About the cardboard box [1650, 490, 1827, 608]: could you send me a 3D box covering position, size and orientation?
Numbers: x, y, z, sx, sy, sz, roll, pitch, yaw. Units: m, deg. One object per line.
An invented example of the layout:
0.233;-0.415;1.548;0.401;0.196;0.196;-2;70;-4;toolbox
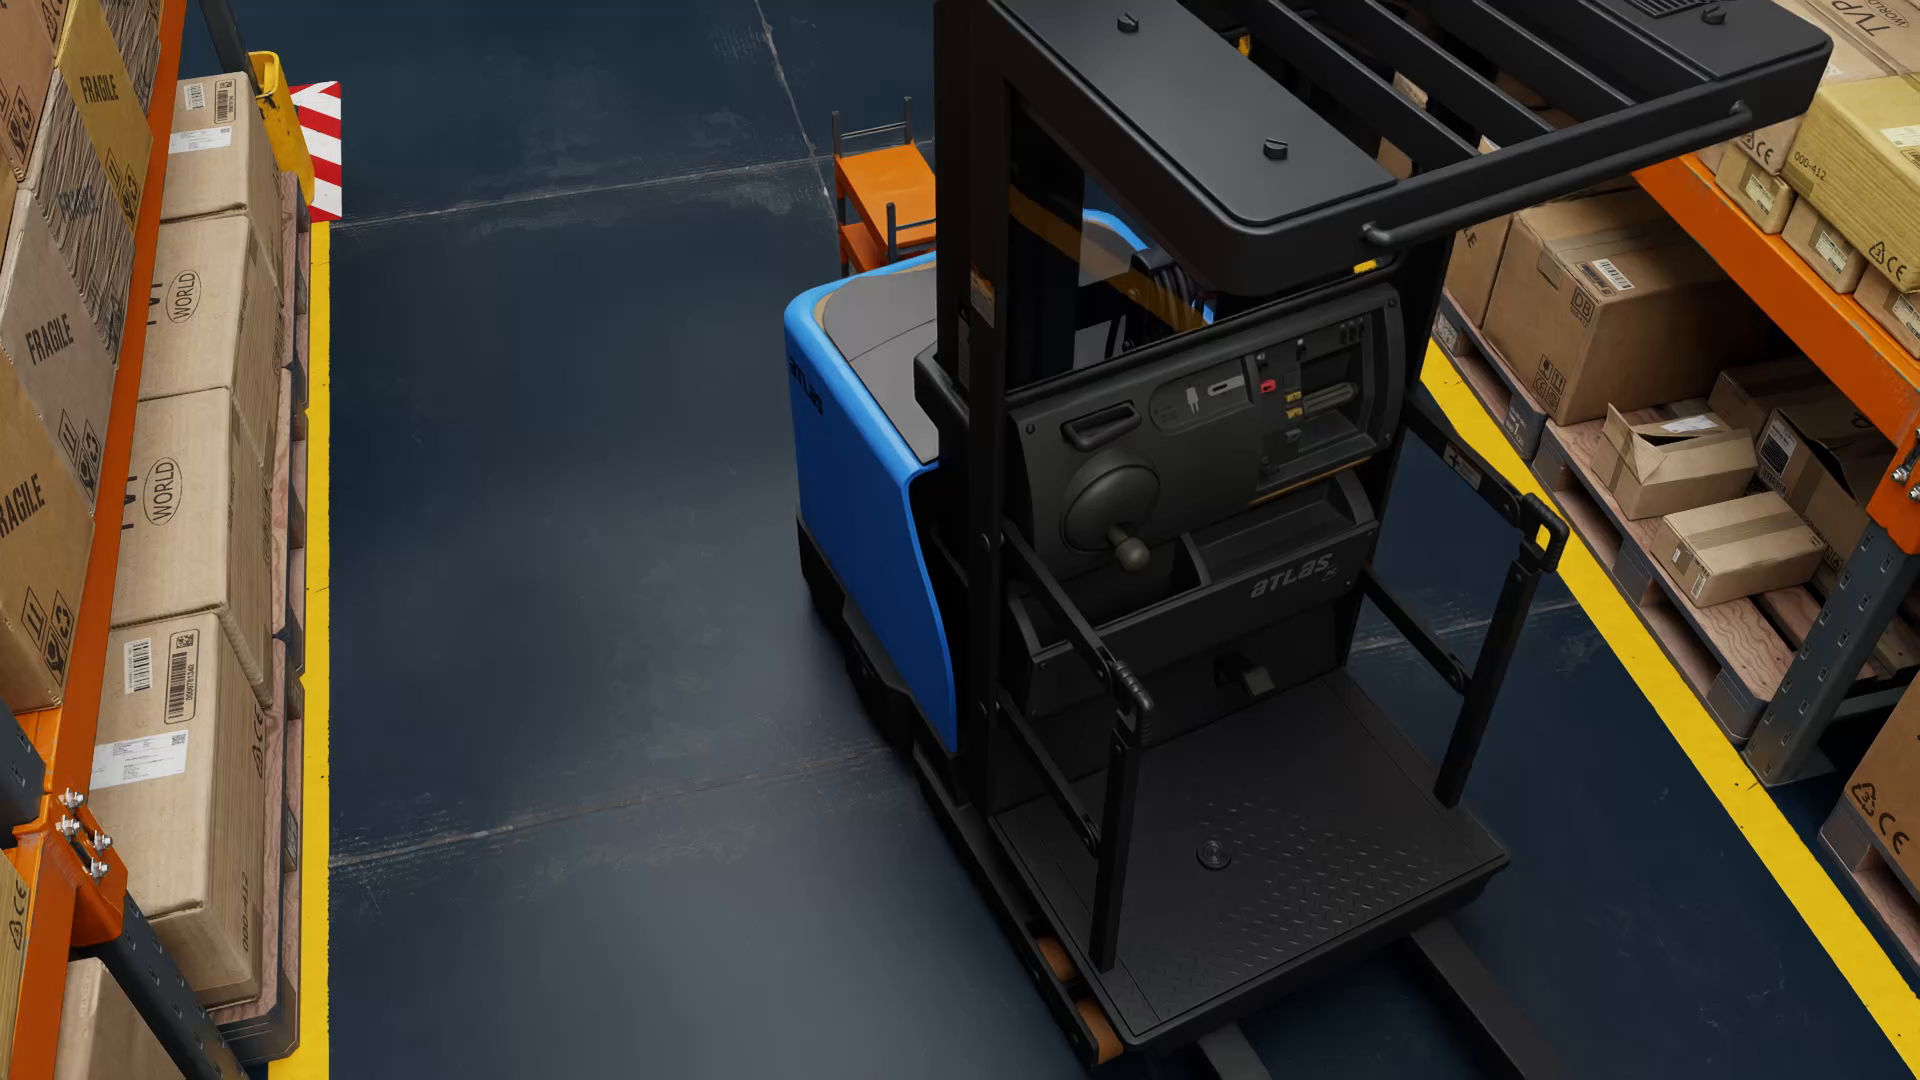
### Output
2.256;0.024;4.828;0.380;0.149;0.250;-12;47;-12;cardboard box

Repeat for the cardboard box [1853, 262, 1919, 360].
2.356;-0.582;3.896;0.380;0.149;0.250;-10;46;-10;cardboard box

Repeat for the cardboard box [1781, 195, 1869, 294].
2.269;-0.757;4.068;0.380;0.149;0.250;-10;46;-9;cardboard box

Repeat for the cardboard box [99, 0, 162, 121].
-2.505;-1.395;4.447;0.500;0.500;0.500;-9;46;-9;cardboard box

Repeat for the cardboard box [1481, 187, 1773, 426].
2.170;-0.776;5.366;0.700;0.500;0.500;-12;47;-12;cardboard box

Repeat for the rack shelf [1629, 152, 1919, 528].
2.170;-1.625;5.246;1.077;0.370;4.000;-11;47;-10;rack shelf

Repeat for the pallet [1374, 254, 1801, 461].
2.191;-0.838;5.923;1.003;0.211;1.213;-11;47;-10;pallet

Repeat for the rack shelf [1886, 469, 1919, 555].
3.194;1.137;2.539;1.077;0.370;4.000;-11;47;-10;rack shelf

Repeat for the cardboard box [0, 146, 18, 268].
-2.126;-0.693;3.059;0.500;0.500;0.500;-11;47;-11;cardboard box

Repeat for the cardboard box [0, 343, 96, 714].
-1.982;0.008;3.072;0.500;0.500;0.500;-9;46;-9;cardboard box

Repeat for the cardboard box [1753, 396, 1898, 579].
2.741;-0.201;4.935;0.500;0.311;0.500;-9;46;-9;cardboard box

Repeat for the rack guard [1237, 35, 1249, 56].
1.678;-2.330;7.183;1.175;0.500;0.348;-11;47;-10;rack guard

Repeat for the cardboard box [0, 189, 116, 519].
-2.107;-0.340;3.413;0.500;0.500;0.500;-10;47;-10;cardboard box

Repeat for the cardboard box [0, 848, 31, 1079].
-1.757;0.731;2.539;0.500;0.250;0.500;-12;47;-11;cardboard box

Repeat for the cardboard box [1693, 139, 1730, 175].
2.138;-1.118;4.422;0.380;0.149;0.250;-10;46;-9;cardboard box

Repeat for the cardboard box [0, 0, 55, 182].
-2.246;-1.049;3.408;0.500;0.500;0.500;-10;46;-10;cardboard box

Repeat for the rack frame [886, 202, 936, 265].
-0.083;-0.508;4.908;0.240;1.200;0.015;-15;47;-14;rack frame

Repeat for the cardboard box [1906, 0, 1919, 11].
2.681;-1.283;4.304;0.500;0.250;0.500;-11;47;-11;cardboard box

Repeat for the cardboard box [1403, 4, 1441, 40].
1.723;-2.091;6.653;0.797;0.503;0.637;-12;47;-12;cardboard box

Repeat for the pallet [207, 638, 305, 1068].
-2.234;0.851;4.268;1.003;0.211;1.213;-11;47;-10;pallet

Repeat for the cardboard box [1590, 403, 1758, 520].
2.164;-0.263;5.028;0.396;0.266;0.258;-9;46;-9;cardboard box

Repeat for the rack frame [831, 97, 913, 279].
-0.255;-0.834;5.228;0.240;1.200;0.015;-15;47;-14;rack frame

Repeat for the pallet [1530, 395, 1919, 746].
2.507;0.006;5.096;1.003;0.211;1.213;-11;47;-10;pallet

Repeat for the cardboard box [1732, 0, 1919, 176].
2.173;-1.197;4.220;0.500;0.250;0.500;-11;47;-10;cardboard box

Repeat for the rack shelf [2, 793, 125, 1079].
-1.603;2.047;1.647;1.077;0.370;4.000;-11;47;-10;rack shelf

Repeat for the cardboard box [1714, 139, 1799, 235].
2.179;-0.932;4.239;0.380;0.149;0.250;-10;46;-9;cardboard box

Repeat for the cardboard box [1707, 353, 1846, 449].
2.630;-0.443;5.286;0.380;0.149;0.250;-11;47;-11;cardboard box

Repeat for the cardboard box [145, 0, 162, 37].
-2.646;-1.748;4.793;0.500;0.500;0.500;-12;47;-11;cardboard box

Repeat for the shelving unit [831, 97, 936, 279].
-0.169;-0.671;5.068;0.258;1.200;0.503;-15;47;-14;shelving unit

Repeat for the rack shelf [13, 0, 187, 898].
-2.627;-0.714;4.354;1.077;0.370;4.000;-11;47;-10;rack shelf

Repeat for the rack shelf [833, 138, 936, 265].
-0.169;-0.946;4.787;0.258;0.148;0.480;-15;47;-14;rack shelf

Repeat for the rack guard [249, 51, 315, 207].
-3.145;-1.489;6.359;1.175;0.500;0.348;-11;47;-10;rack guard

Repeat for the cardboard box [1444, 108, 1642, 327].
1.943;-1.109;5.693;0.500;0.500;0.500;-10;46;-10;cardboard box

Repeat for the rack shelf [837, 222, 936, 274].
-0.169;-0.781;4.956;0.258;0.148;0.480;-15;47;-14;rack shelf

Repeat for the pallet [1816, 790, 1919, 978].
2.927;1.035;4.088;1.003;0.211;1.213;-11;47;-10;pallet

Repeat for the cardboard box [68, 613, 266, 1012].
-2.172;0.711;3.953;0.875;0.438;0.875;-11;47;-11;cardboard box

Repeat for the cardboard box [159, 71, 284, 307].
-2.874;-1.160;5.786;0.875;0.438;0.875;-12;47;-12;cardboard box

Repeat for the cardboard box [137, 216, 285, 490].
-2.631;-0.530;5.169;0.875;0.438;0.875;-10;46;-9;cardboard box

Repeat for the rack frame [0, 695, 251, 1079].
-2.112;0.414;2.744;0.949;2.616;0.053;-11;47;-10;rack frame

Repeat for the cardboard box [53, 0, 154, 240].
-2.360;-1.041;4.100;0.500;0.500;0.500;-9;46;-9;cardboard box

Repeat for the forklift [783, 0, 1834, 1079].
0.639;-0.139;3.334;1.130;2.935;3.031;-20;49;-19;forklift

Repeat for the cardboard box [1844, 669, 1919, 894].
2.588;0.607;4.011;0.500;0.500;0.500;-9;46;-9;cardboard box

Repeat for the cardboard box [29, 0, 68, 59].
-2.373;-1.398;3.749;0.500;0.500;0.500;-11;47;-11;cardboard box

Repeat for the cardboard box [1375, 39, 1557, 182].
1.904;-1.492;6.068;0.700;0.500;0.500;-9;46;-9;cardboard box

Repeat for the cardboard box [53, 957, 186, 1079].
-1.879;1.425;2.947;0.875;0.875;0.875;-9;46;-9;cardboard box

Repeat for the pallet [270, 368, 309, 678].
-2.550;0.007;5.095;1.003;0.211;1.213;-11;47;-10;pallet

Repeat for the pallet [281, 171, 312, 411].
-2.859;-0.833;5.919;1.003;0.211;1.213;-11;47;-10;pallet

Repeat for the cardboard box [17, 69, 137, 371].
-2.228;-0.685;3.751;0.500;0.500;0.500;-10;47;-10;cardboard box

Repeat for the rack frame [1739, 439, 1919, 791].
2.682;-0.496;3.635;1.000;3.000;0.127;-11;47;-10;rack frame

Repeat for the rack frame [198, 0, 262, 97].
-3.139;-2.347;5.450;1.000;3.000;0.127;-11;47;-10;rack frame

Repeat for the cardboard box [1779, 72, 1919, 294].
2.316;-0.854;3.884;0.500;0.250;0.500;-10;46;-9;cardboard box

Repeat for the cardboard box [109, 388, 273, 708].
-2.402;0.093;4.558;0.875;0.438;0.875;-12;47;-11;cardboard box
